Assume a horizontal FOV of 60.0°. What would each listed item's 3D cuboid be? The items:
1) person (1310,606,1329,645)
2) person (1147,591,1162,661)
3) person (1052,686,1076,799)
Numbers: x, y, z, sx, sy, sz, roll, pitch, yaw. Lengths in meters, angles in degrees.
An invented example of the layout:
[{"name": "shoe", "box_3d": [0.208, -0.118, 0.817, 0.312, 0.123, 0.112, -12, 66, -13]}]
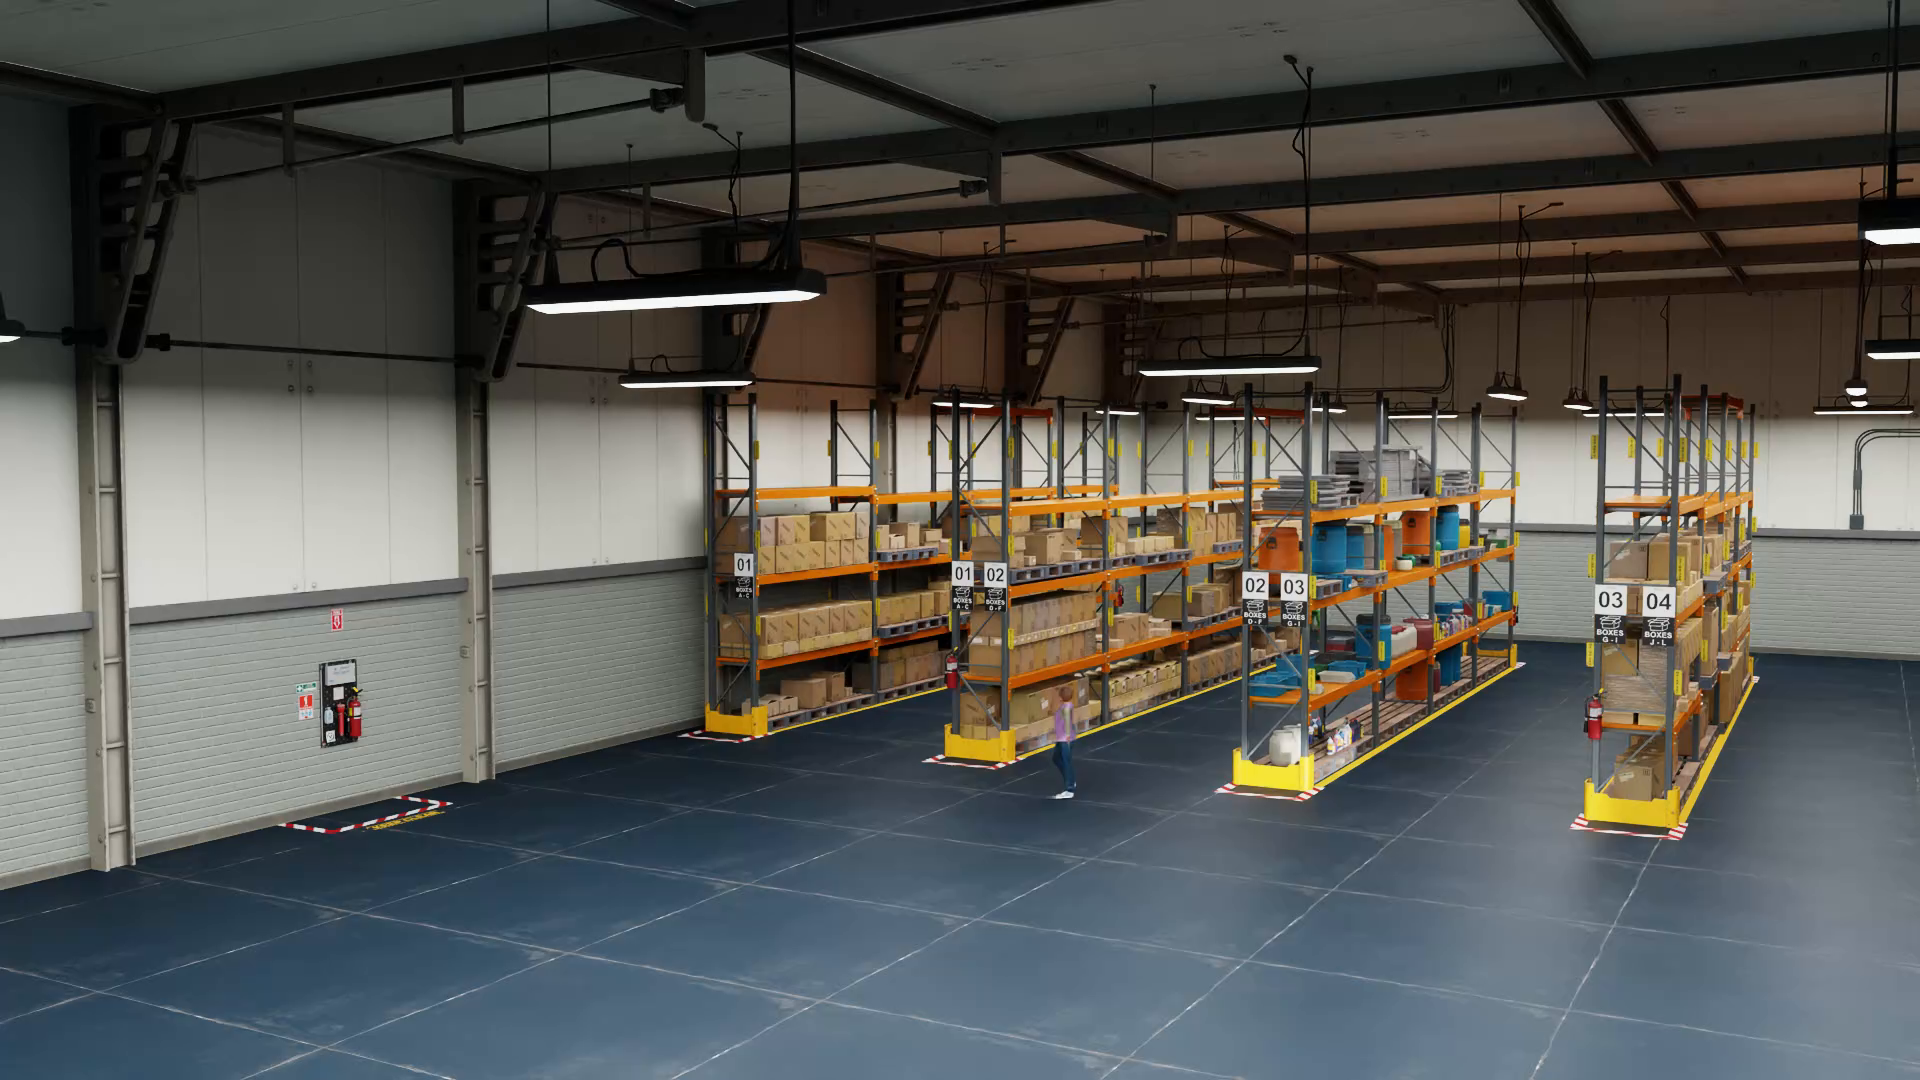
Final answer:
[{"name": "person", "box_3d": [9.167, 1.813, 42.778, 0.692, 1.747, 1.008, 0, 3, -3]}, {"name": "person", "box_3d": [4.444, 2.055, 38.060, 0.657, 1.770, 0.620, 1, 3, 19]}, {"name": "person", "box_3d": [1.513, 2.899, 23.948, 0.349, 1.609, 0.460, 0, 3, -3]}]
